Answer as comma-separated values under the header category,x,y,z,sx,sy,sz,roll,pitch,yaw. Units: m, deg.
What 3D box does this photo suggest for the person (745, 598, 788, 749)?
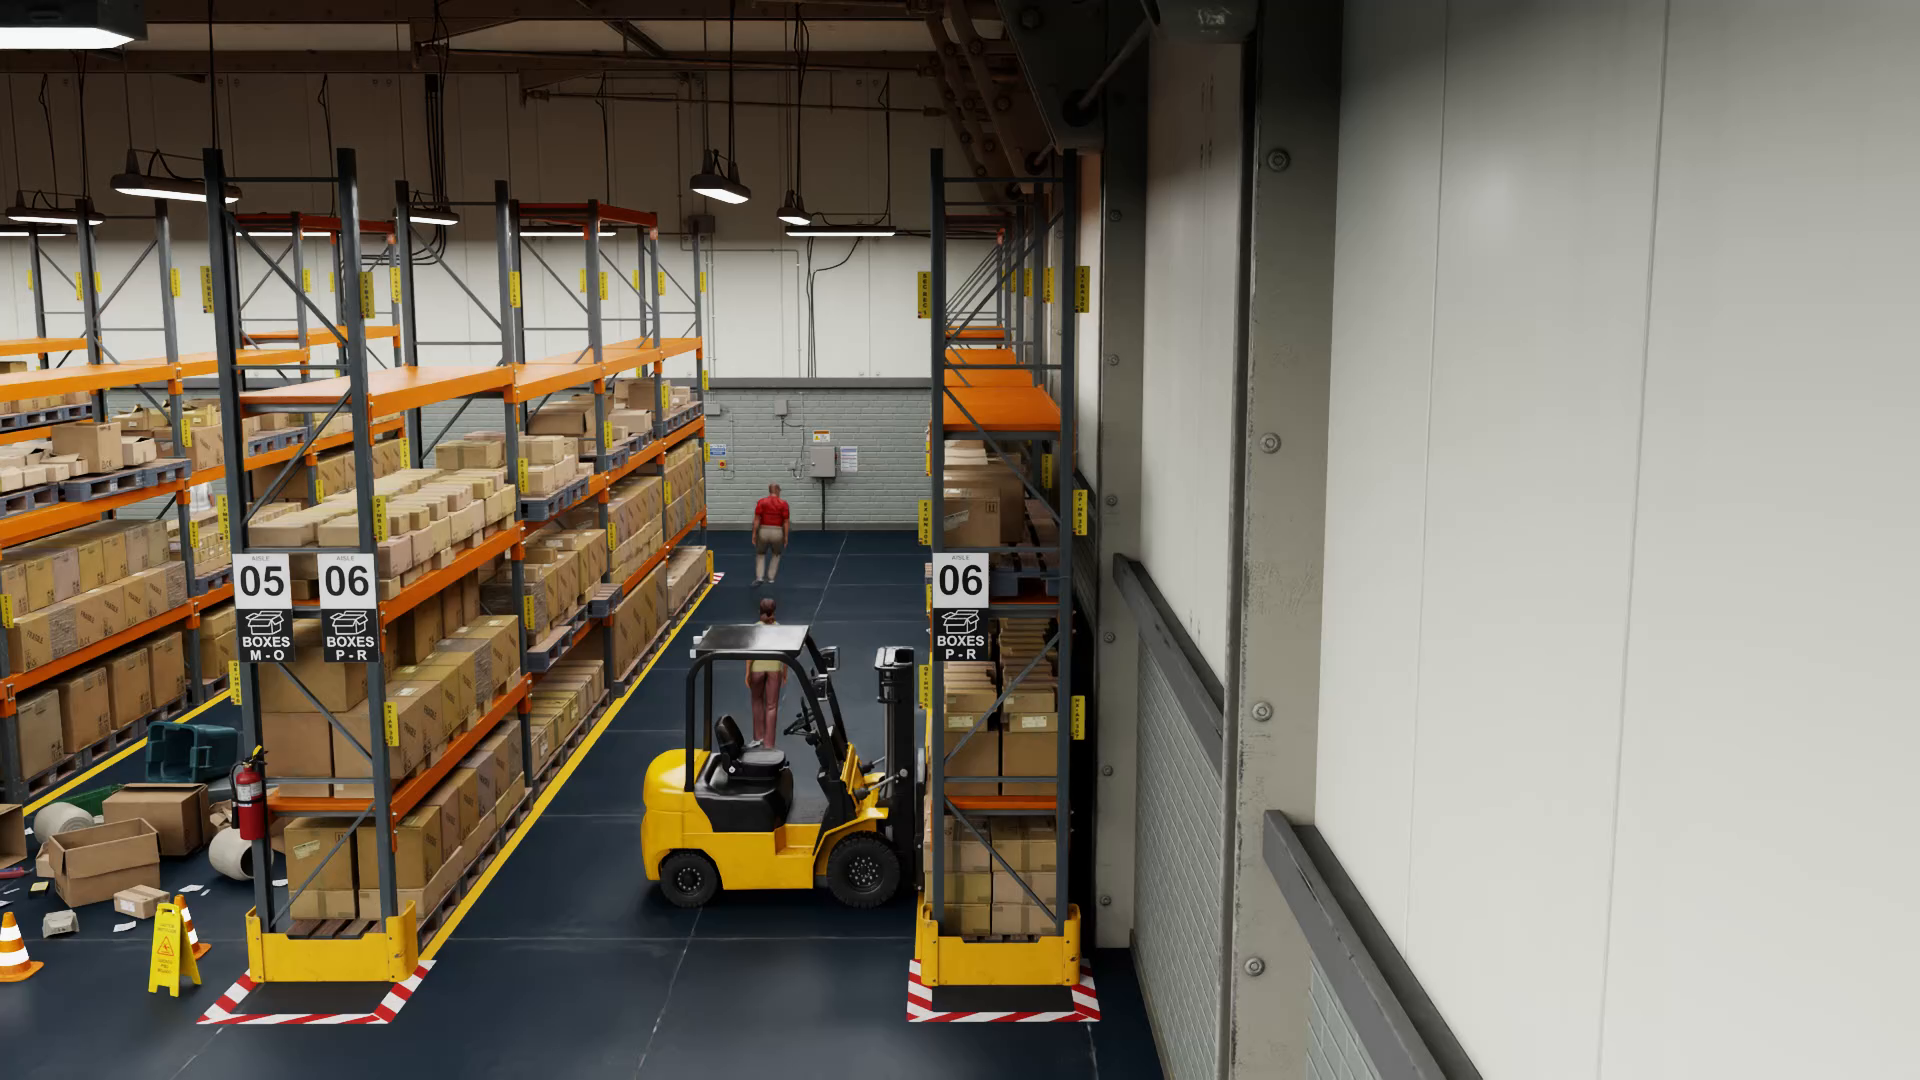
category,x,y,z,sx,sy,sz,roll,pitch,yaw
person,-2.095,1.494,18.095,0.482,1.715,0.595,-1,9,-8

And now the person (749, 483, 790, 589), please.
category,x,y,z,sx,sy,sz,roll,pitch,yaw
person,-3.016,-0.067,26.364,0.658,1.701,0.495,0,9,0

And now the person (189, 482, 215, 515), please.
category,x,y,z,sx,sy,sz,roll,pitch,yaw
person,-13.855,-0.531,30.207,0.618,1.722,1.136,-4,10,-25
